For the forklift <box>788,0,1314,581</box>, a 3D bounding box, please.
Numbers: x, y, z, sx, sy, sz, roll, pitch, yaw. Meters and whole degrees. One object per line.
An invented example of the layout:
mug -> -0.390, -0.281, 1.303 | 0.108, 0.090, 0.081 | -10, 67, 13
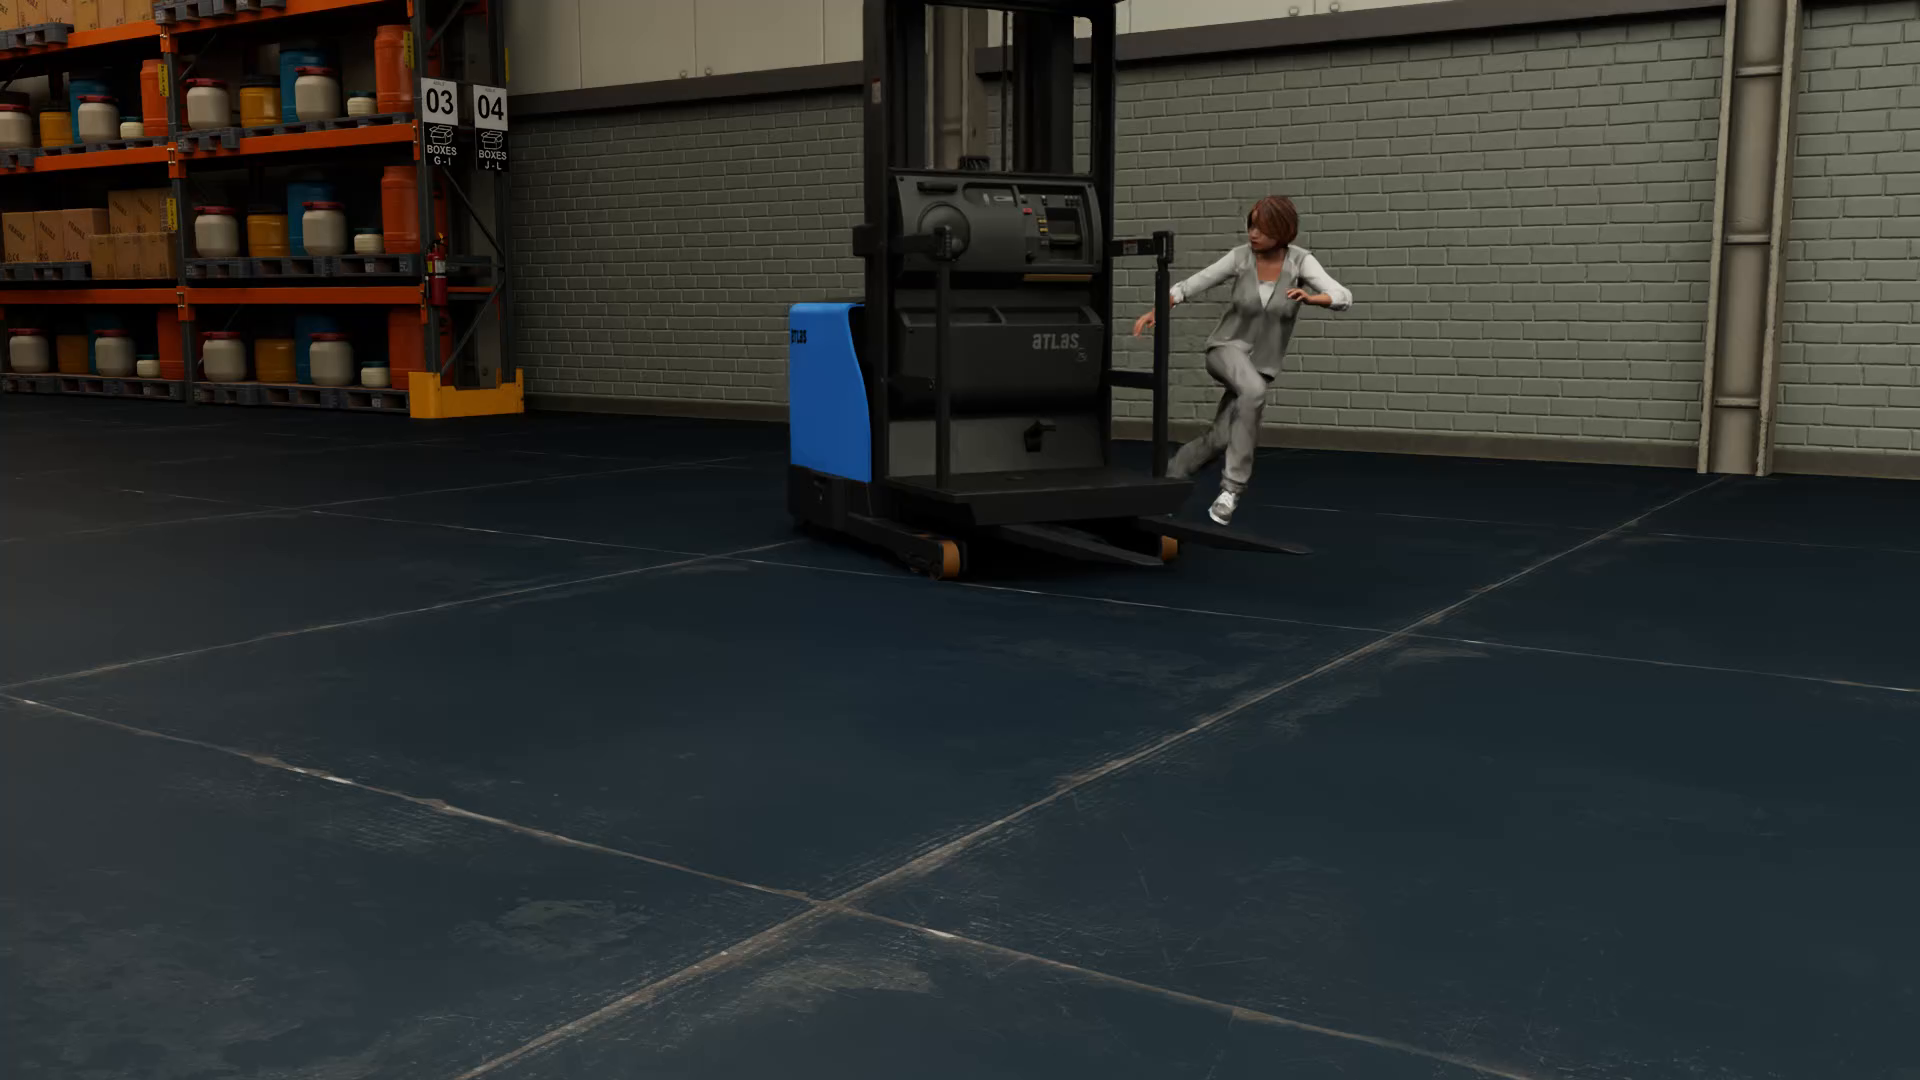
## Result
forklift -> 0.264, -1.360, 6.756 | 1.130, 2.935, 3.031 | -4, 9, -25

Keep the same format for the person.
person -> 1.133, -0.724, 6.864 | 0.848, 1.344, 0.819 | -1, 8, -7
